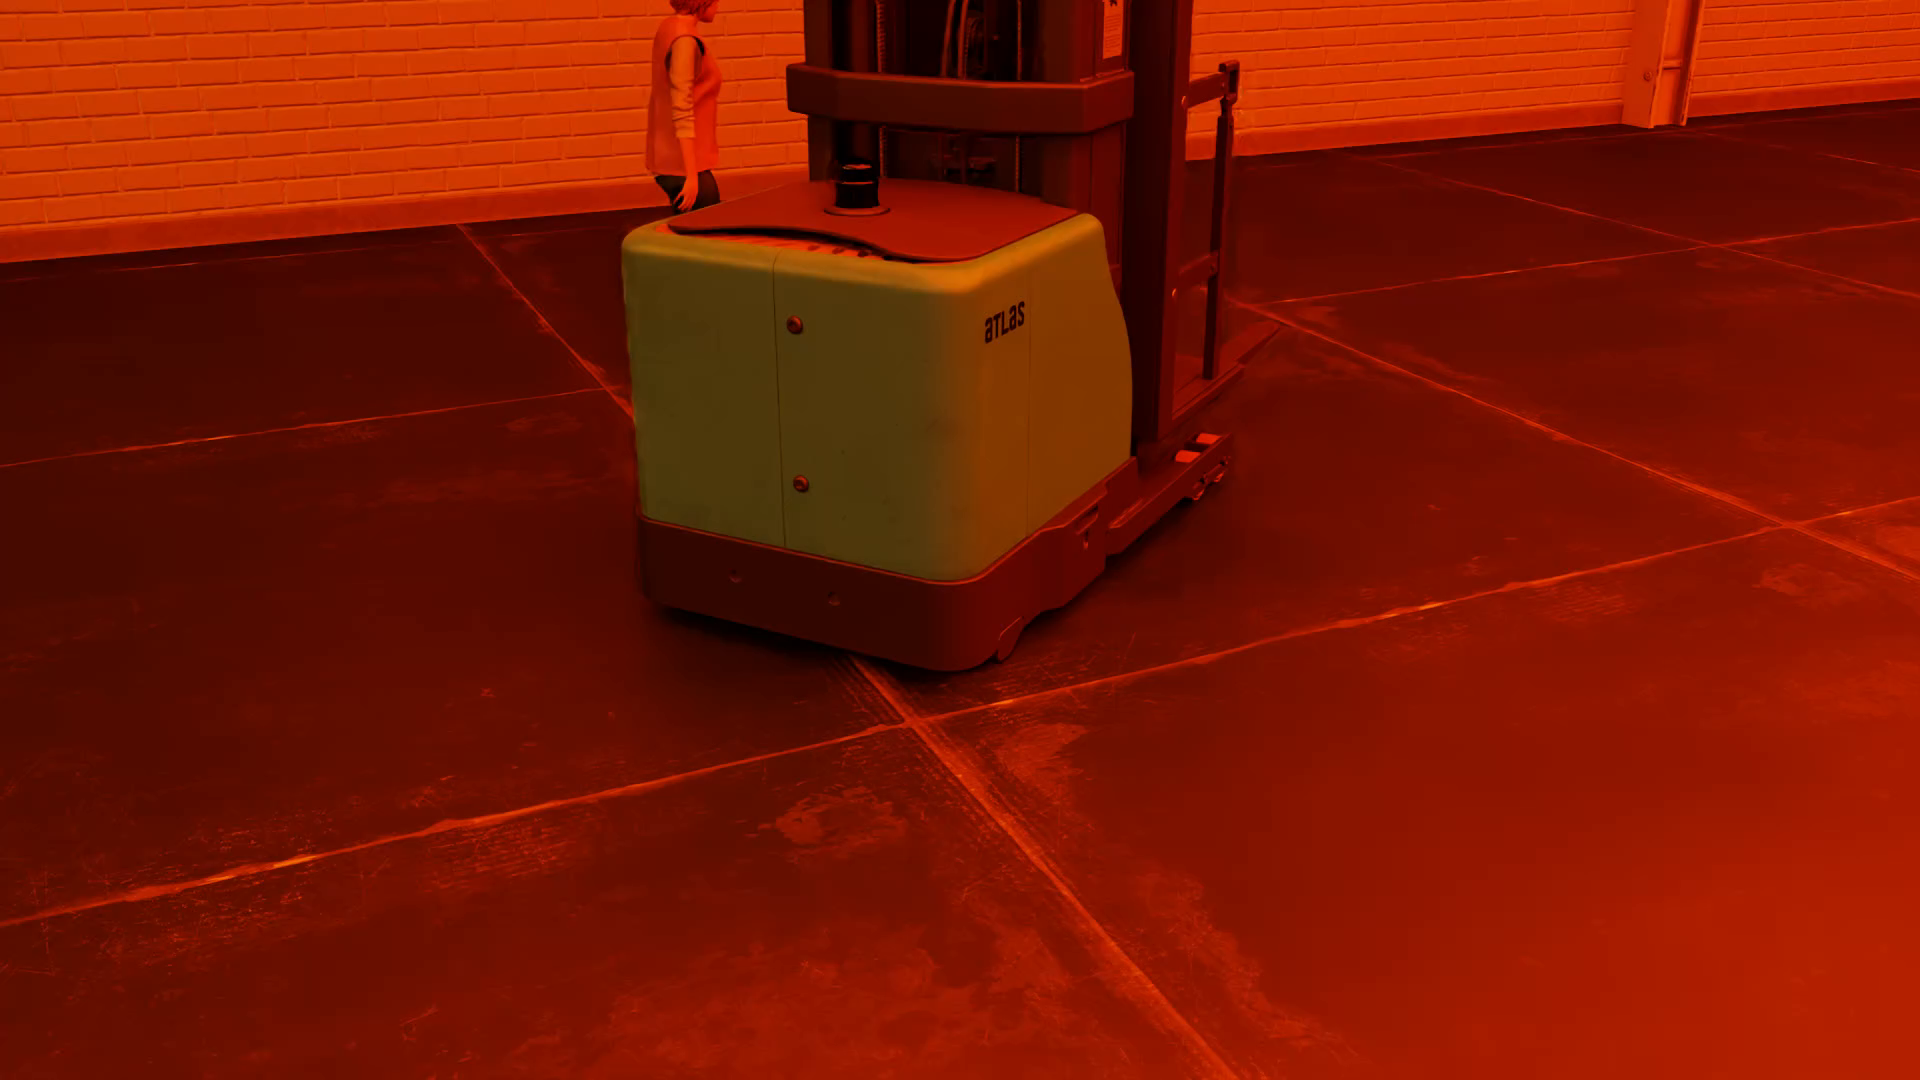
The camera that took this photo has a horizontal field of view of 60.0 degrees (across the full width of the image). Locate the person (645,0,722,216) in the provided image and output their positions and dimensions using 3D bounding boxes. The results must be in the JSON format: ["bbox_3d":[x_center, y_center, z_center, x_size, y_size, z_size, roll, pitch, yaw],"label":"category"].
[{"bbox_3d":[-1.092,-1.499,6.677,0.341,1.568,0.690,-8,24,-17],"label":"person"}]

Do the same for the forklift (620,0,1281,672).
[{"bbox_3d":[0.261,-1.552,5.022,1.130,2.935,3.031,12,25,26],"label":"forklift"}]
